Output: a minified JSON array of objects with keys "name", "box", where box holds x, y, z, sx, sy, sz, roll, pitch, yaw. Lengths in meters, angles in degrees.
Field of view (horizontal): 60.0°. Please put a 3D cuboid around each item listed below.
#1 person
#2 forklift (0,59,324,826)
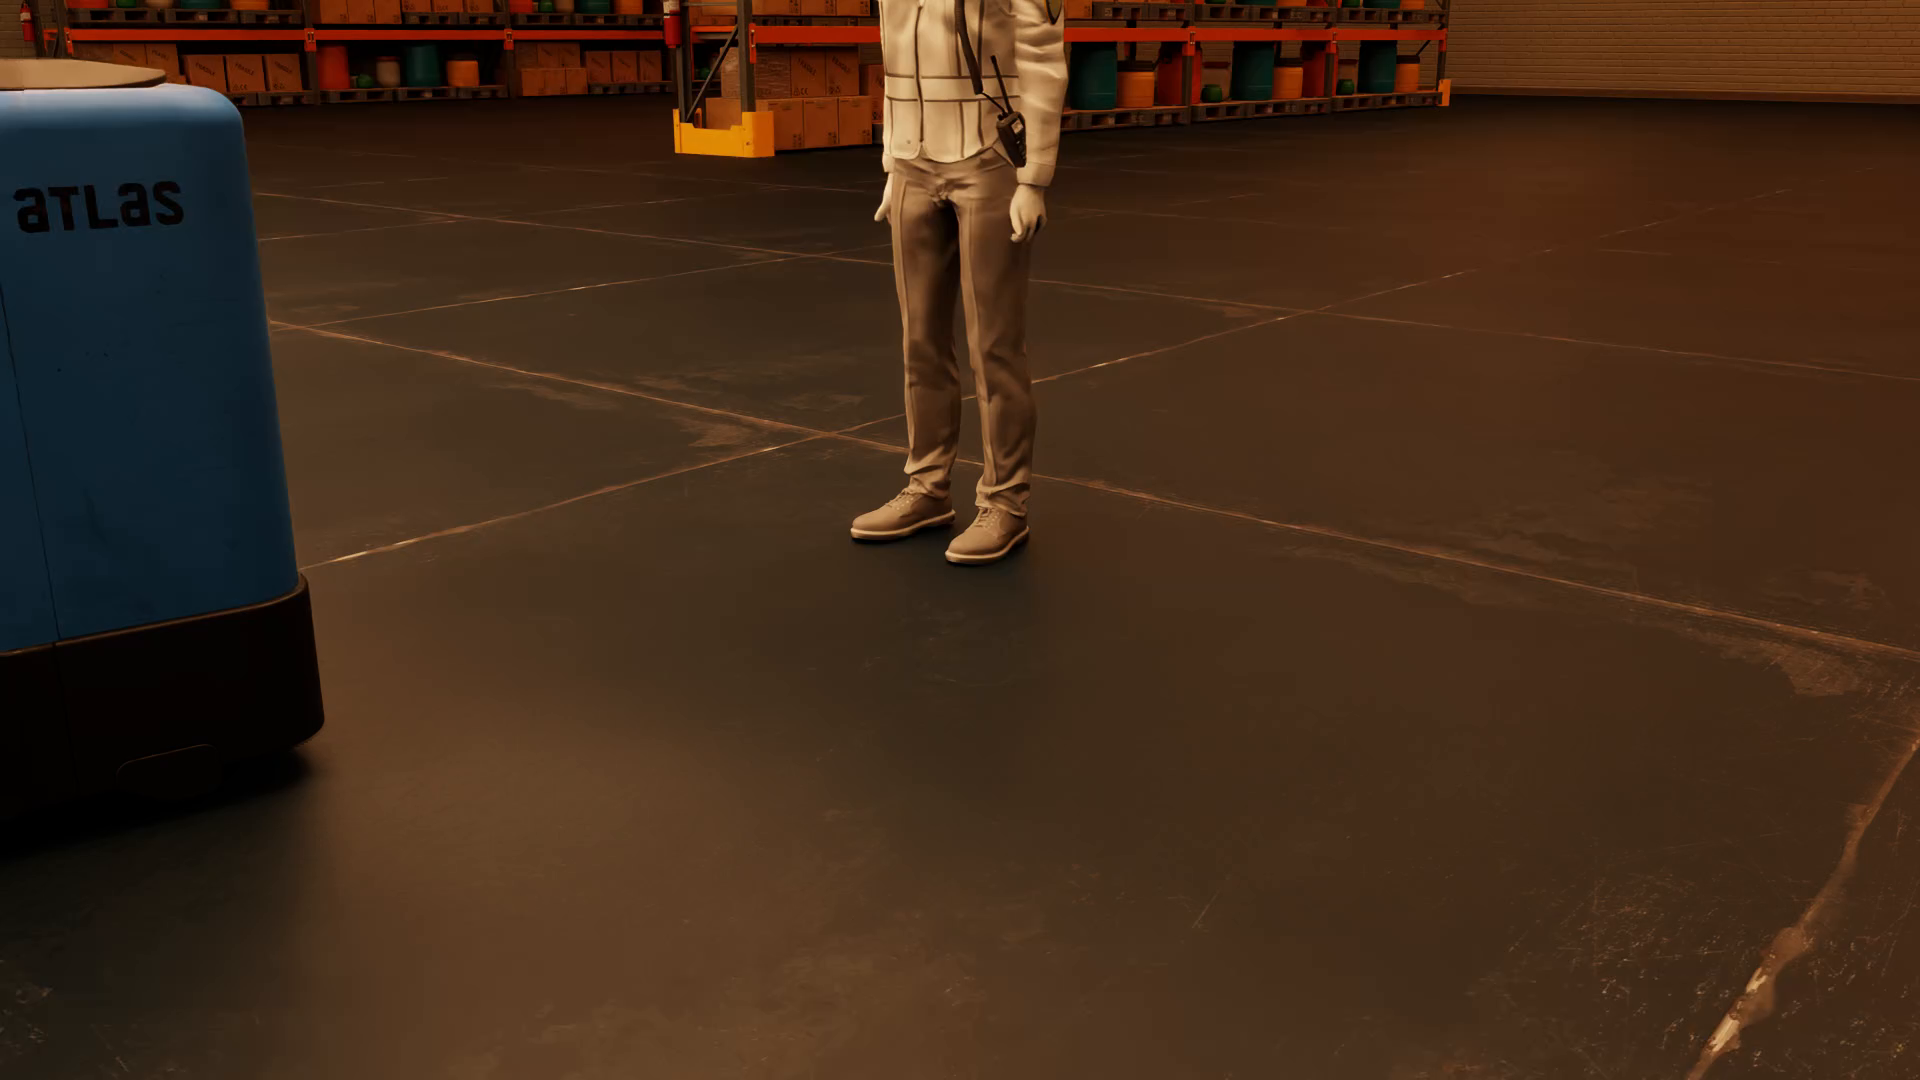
[{"name":"person","box":[0.005,-0.806,3.694,0.461,1.694,0.353,13,21,37]},{"name":"forklift","box":[-2.517,-0.879,1.793,3.031,2.935,1.130,-12,21,-35]}]
